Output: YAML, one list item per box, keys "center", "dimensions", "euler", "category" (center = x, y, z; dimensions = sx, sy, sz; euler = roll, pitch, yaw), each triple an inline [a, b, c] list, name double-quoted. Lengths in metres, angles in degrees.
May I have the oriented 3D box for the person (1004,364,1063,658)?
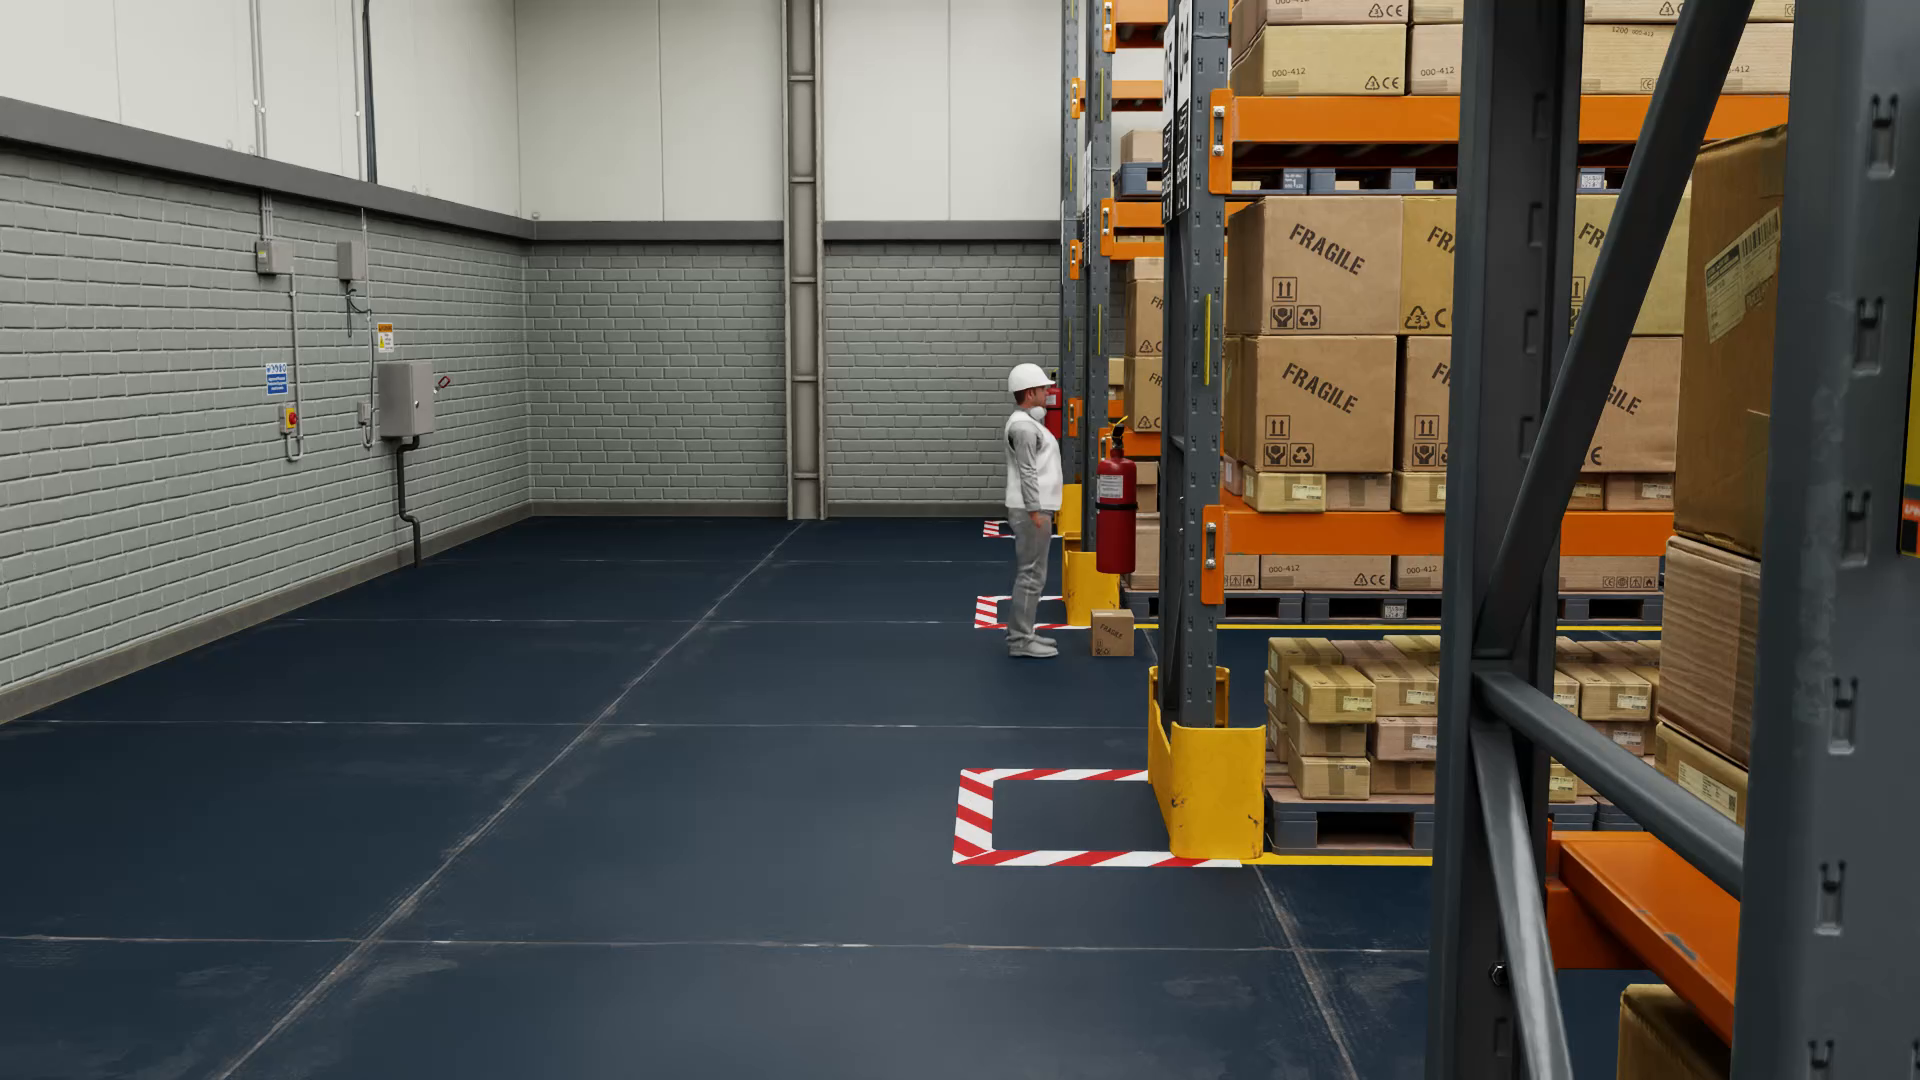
- center: [0.449, -0.187, 10.166]
  dimensions: [0.358, 1.772, 0.529]
  euler: [0, 7, 3]
  category: "person"
